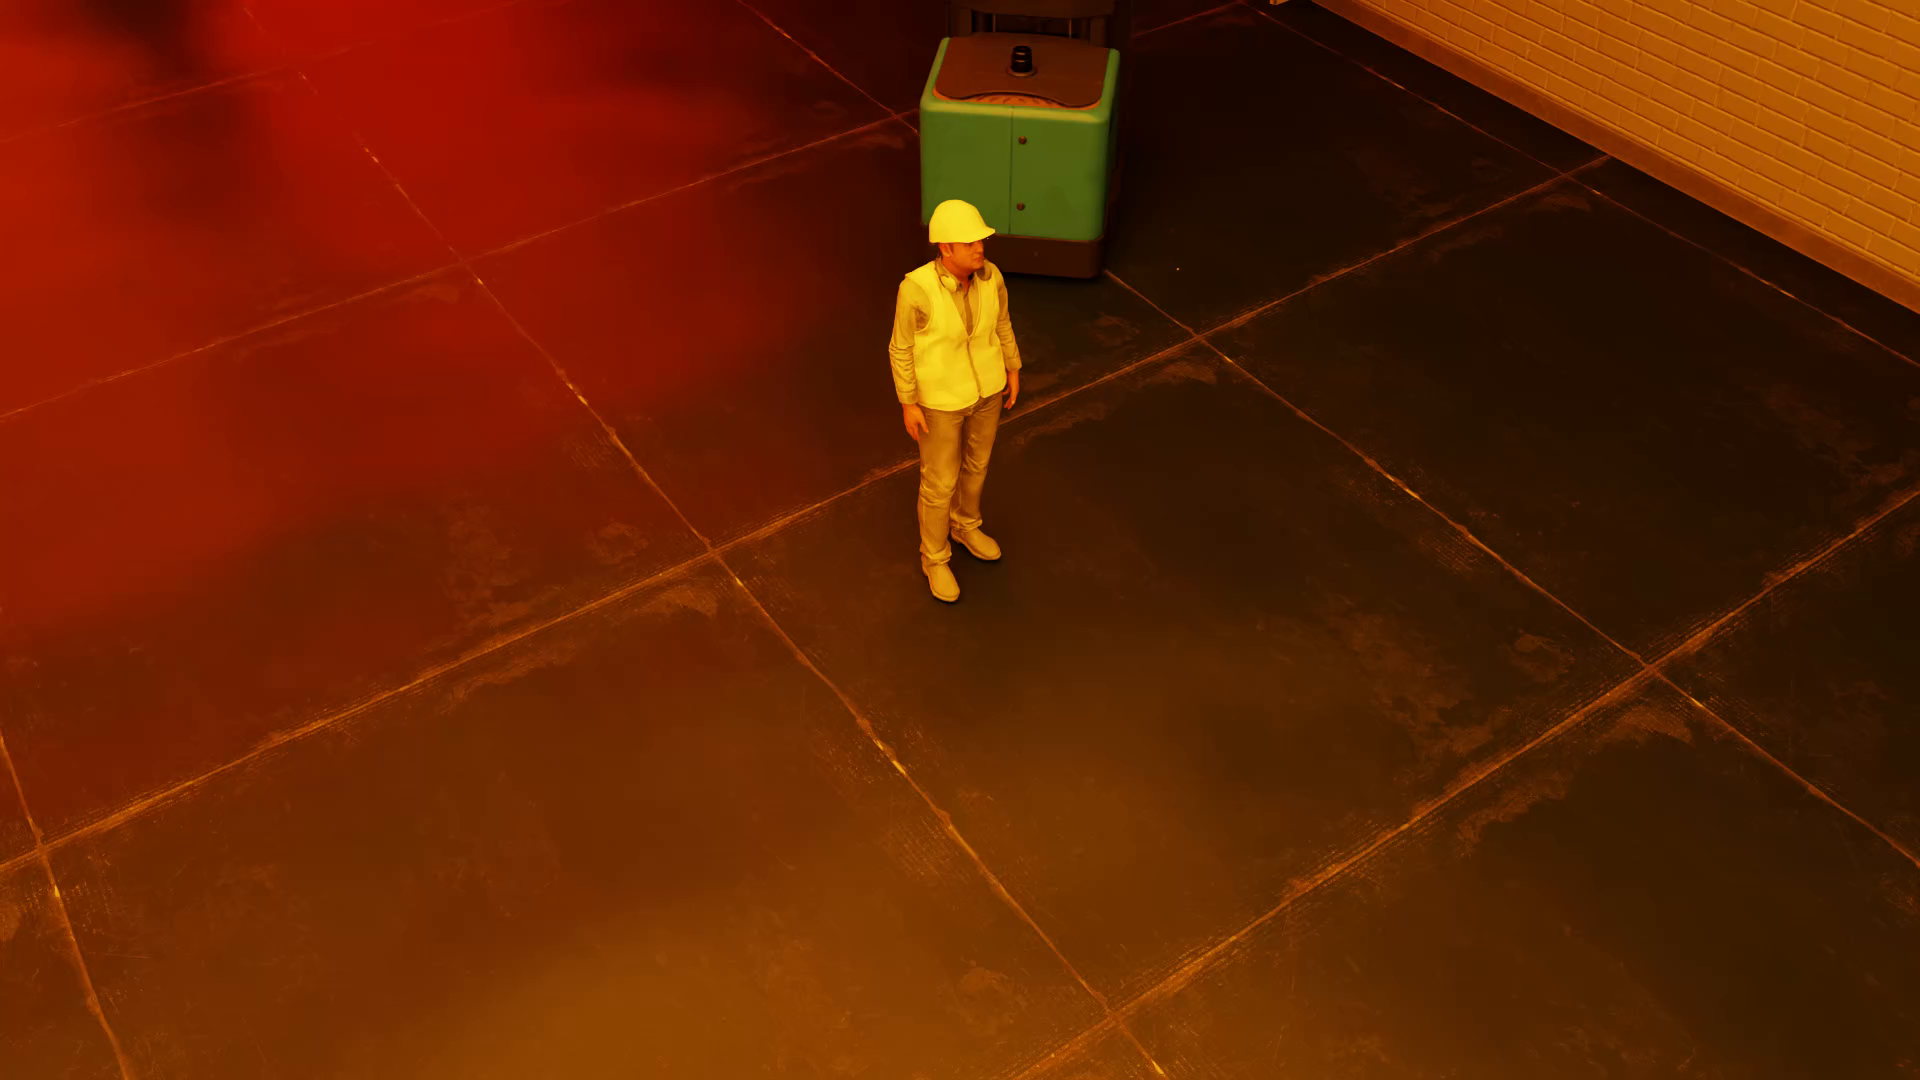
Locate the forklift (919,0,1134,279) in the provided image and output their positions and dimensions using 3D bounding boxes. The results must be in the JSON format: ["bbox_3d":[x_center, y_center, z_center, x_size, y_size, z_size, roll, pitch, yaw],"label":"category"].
[{"bbox_3d":[0.498,-3.555,9.573,1.130,2.935,3.031,6,43,6],"label":"forklift"}]

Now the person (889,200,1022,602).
[{"bbox_3d":[0.028,-0.620,7.231,0.632,1.773,0.568,-25,48,-25],"label":"person"}]
